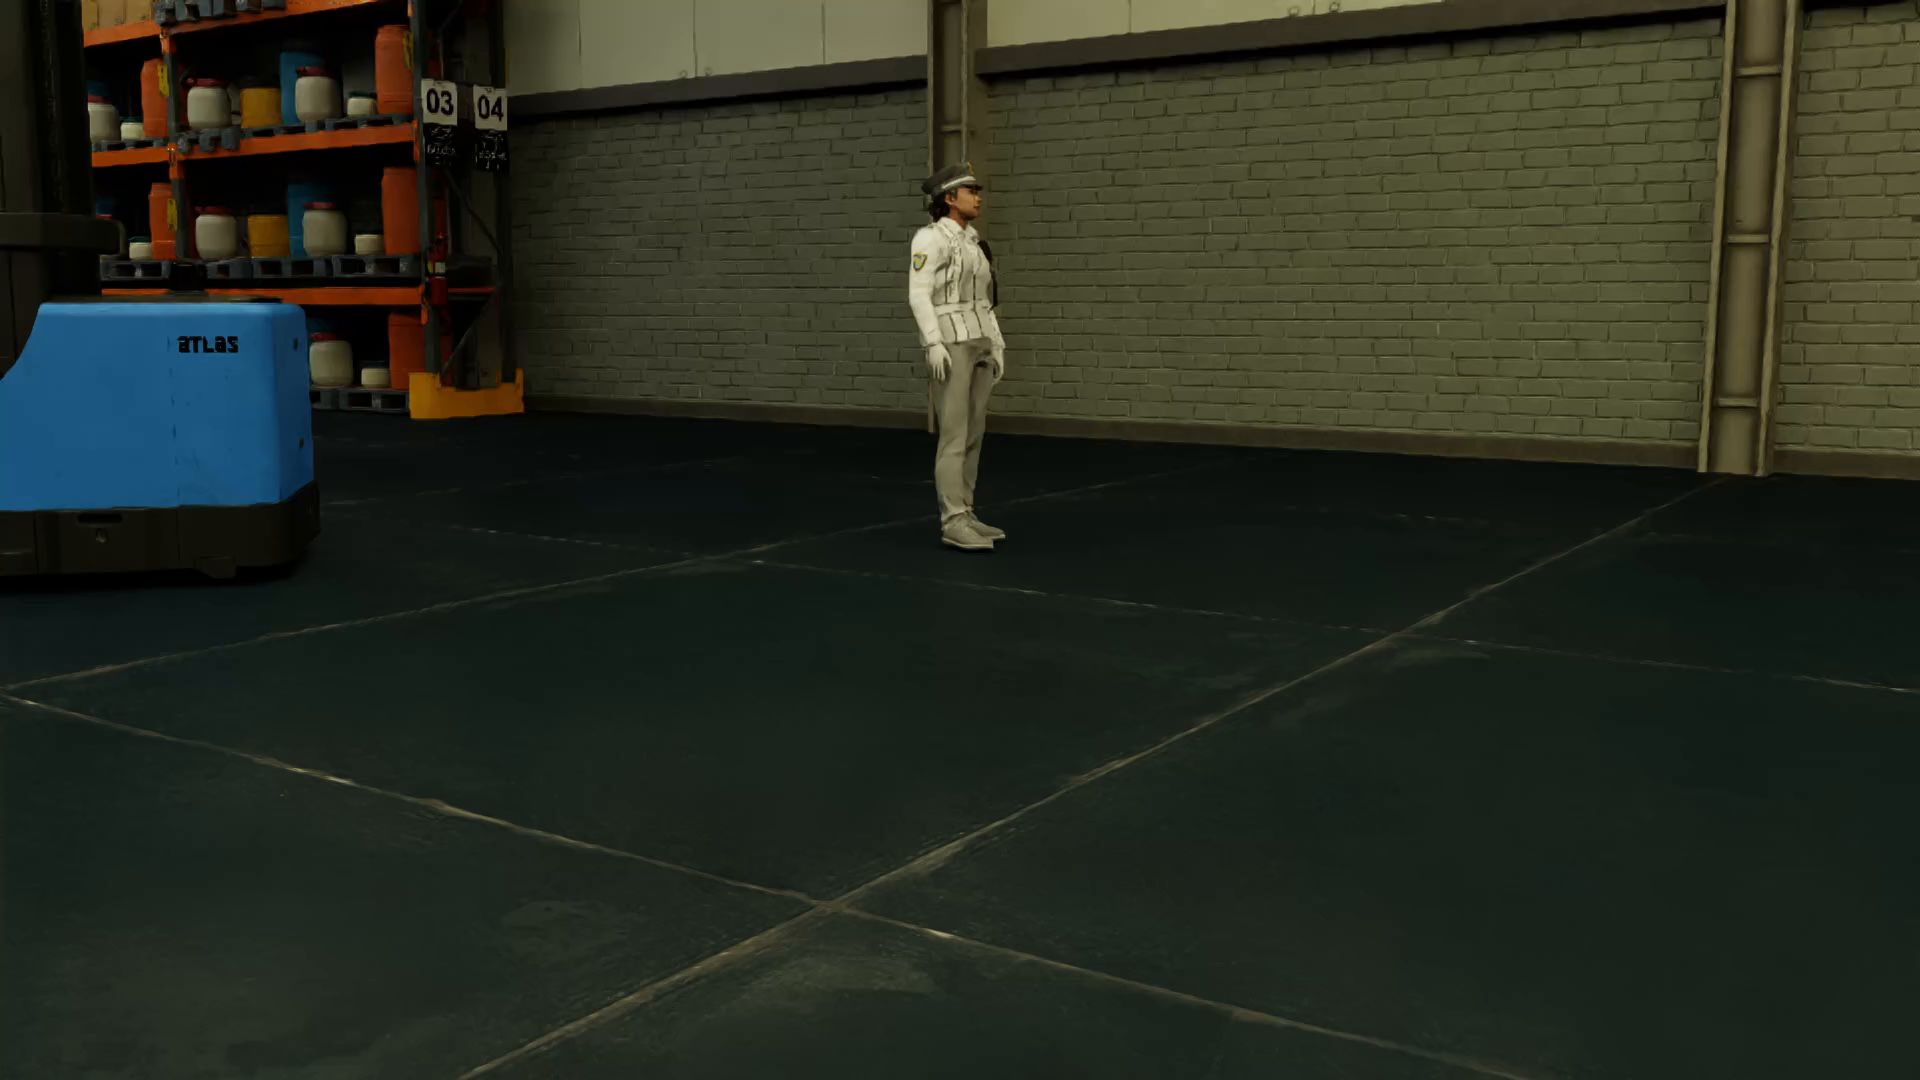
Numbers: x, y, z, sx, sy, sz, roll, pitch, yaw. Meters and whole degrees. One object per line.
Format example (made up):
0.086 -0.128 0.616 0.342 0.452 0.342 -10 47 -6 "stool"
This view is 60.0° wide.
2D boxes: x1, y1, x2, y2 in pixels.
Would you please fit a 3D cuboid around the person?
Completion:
0.052 -0.840 7.440 0.532 1.695 0.586 5 10 34 "person"

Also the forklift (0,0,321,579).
-4.187 -1.304 6.362 3.031 2.935 1.130 -2 8 -13 "forklift"
